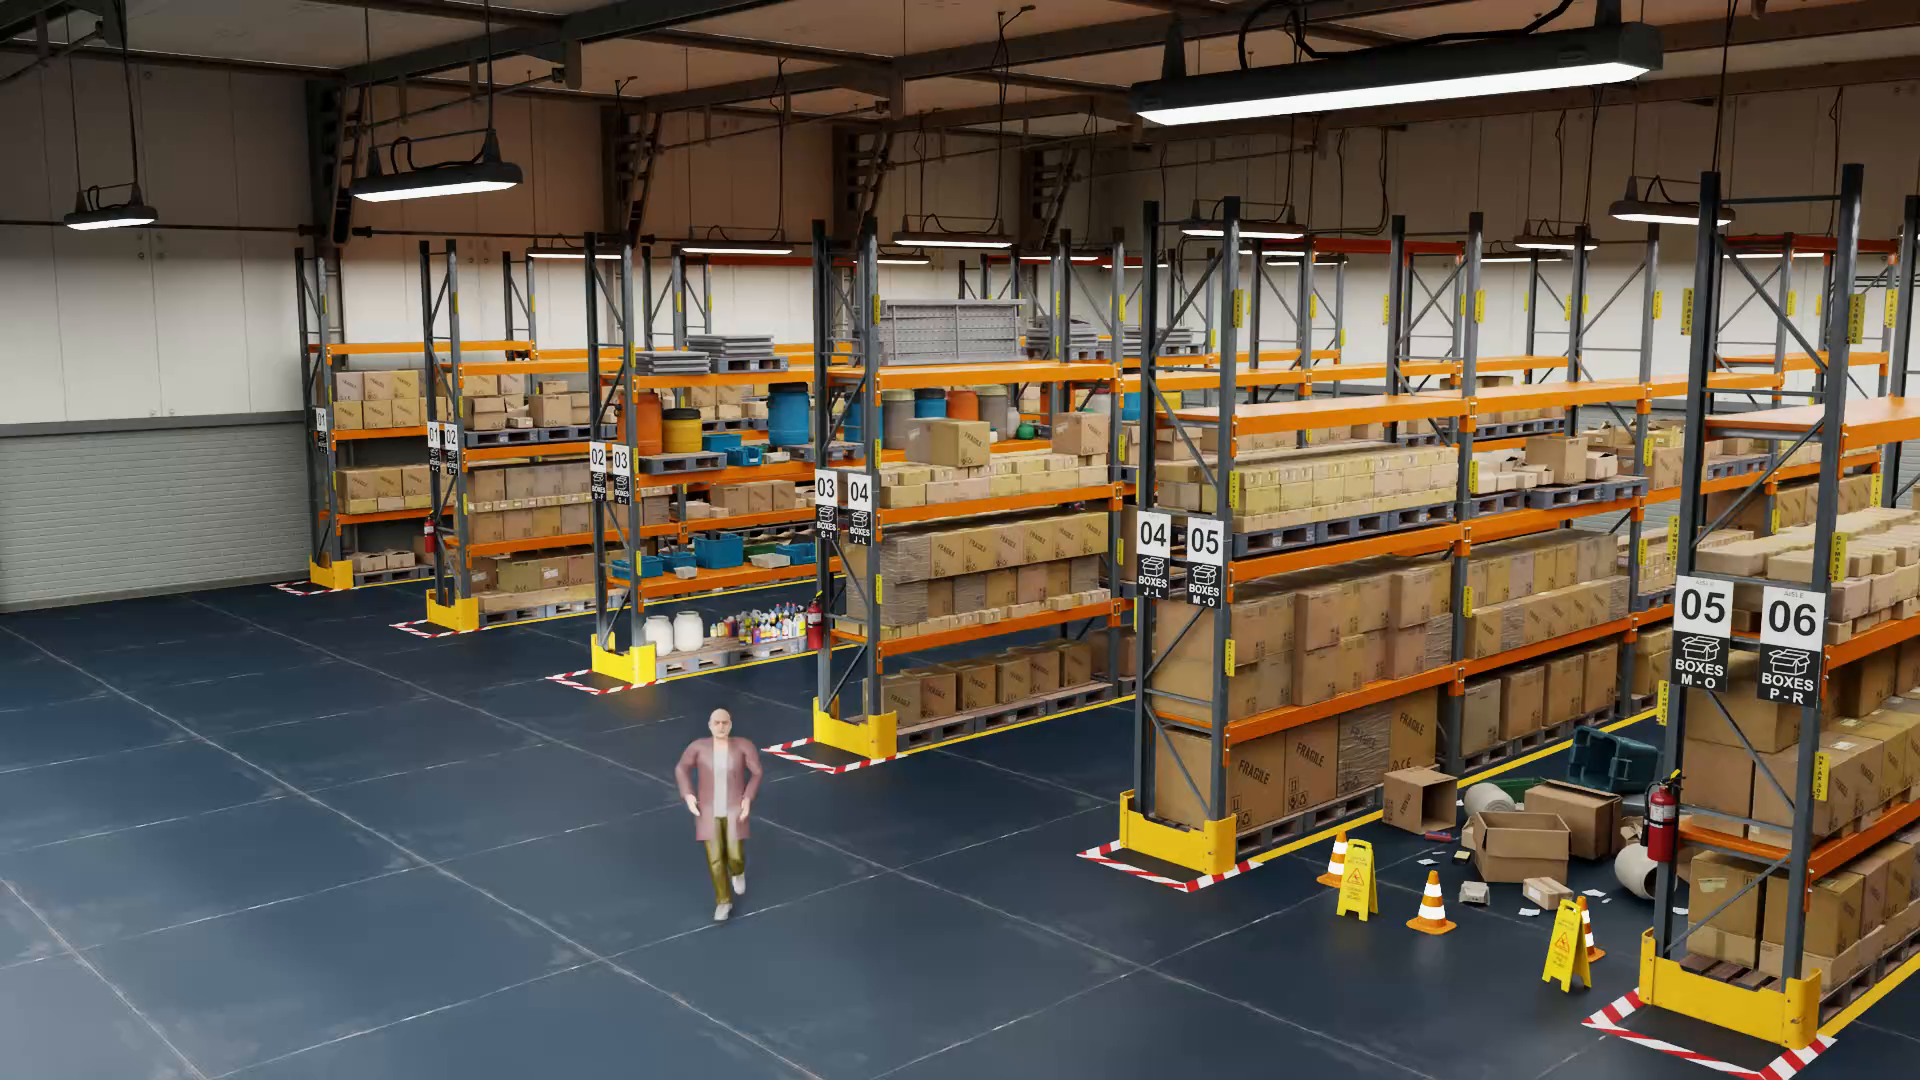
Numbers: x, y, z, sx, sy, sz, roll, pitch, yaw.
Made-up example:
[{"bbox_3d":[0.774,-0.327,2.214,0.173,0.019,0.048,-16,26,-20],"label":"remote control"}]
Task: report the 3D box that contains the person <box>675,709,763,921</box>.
[{"bbox_3d":[-2.026,2.275,13.985,0.737,1.739,0.630,-1,8,-6],"label":"person"}]
